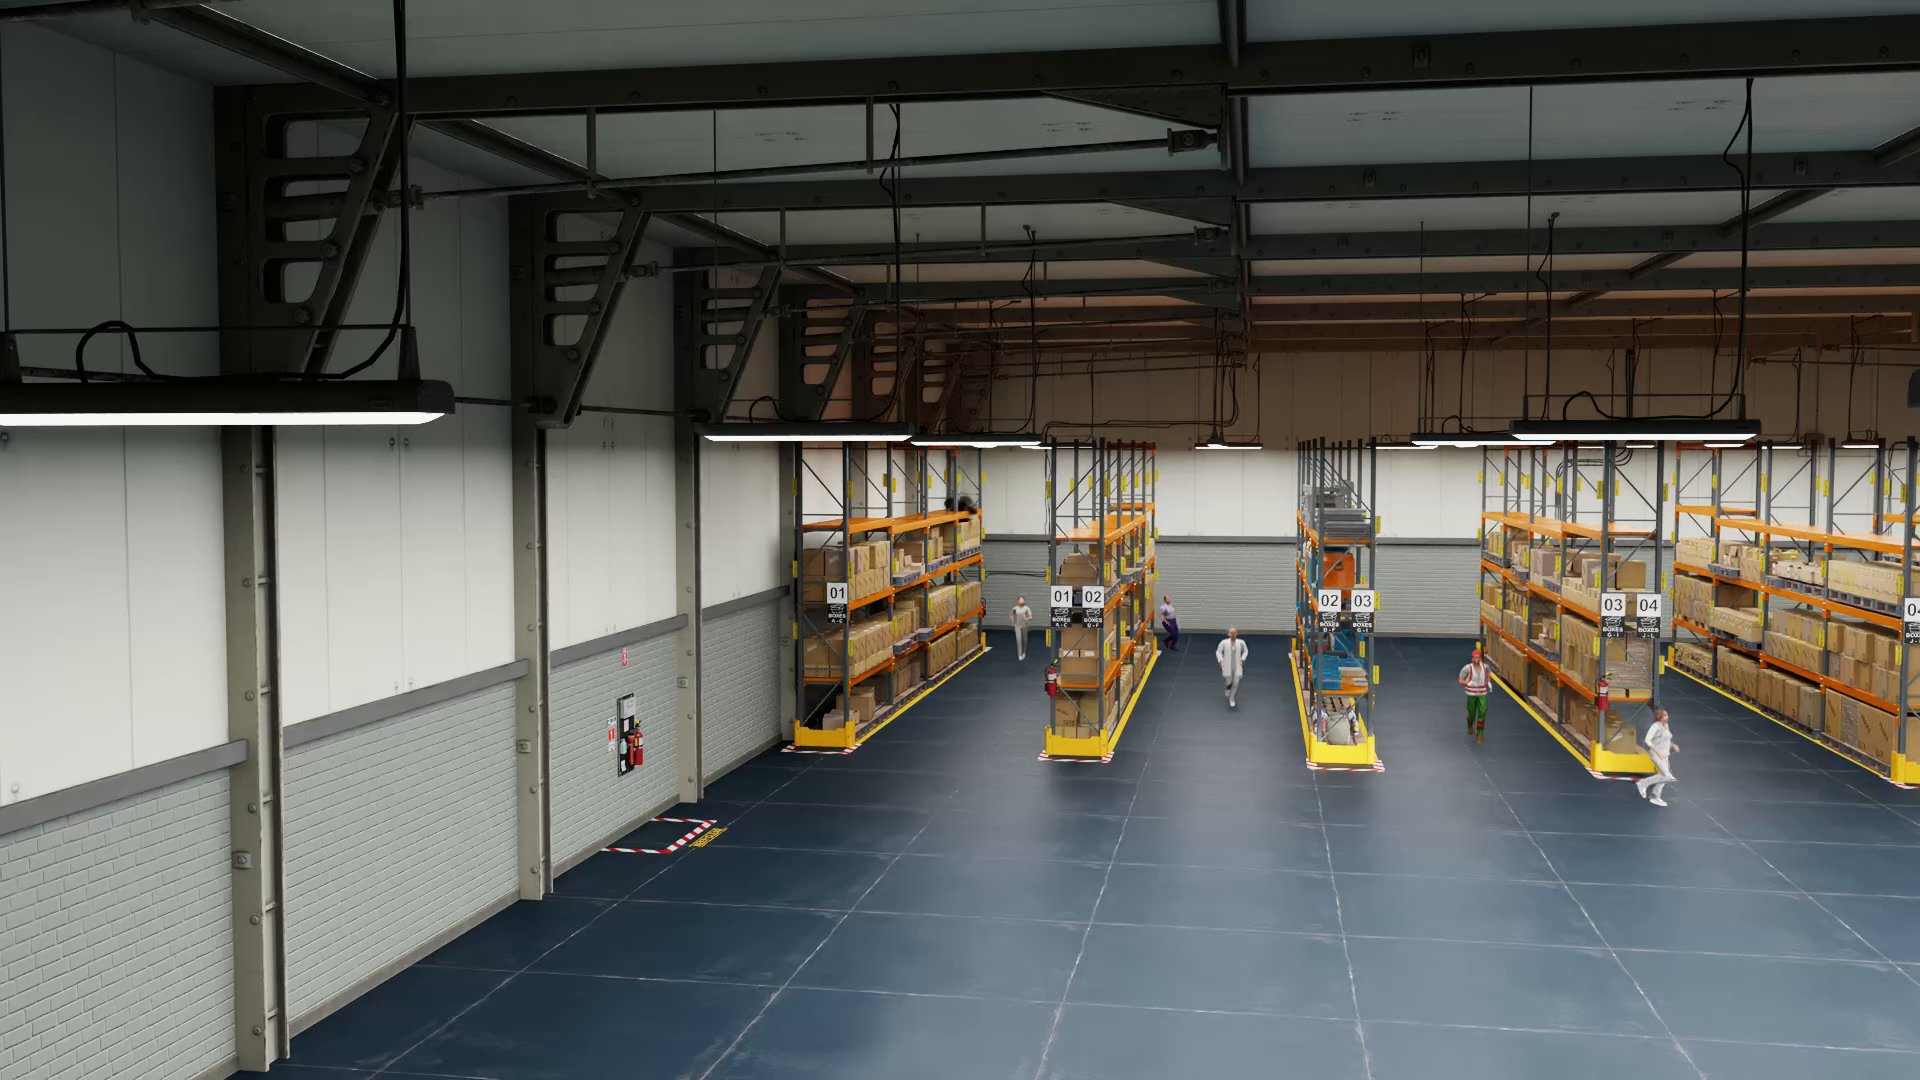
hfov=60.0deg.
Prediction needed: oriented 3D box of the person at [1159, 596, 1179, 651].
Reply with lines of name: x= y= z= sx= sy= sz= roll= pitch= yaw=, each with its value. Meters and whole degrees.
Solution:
person: x=6.038 y=2.400 z=47.791 sx=0.509 sy=1.601 sz=0.654 roll=3 pitch=4 yaw=42

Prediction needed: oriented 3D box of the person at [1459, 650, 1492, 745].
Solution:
person: x=10.209 y=3.100 z=32.946 sx=0.690 sy=1.848 sz=0.913 roll=0 pitch=3 yaw=1

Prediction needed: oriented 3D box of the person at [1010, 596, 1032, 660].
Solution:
person: x=1.599 y=2.302 z=43.674 sx=0.577 sy=1.653 sz=0.811 roll=0 pitch=3 yaw=0

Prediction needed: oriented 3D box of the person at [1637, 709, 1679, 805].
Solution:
person: x=11.366 y=3.529 z=27.037 sx=0.529 sy=1.554 sz=0.575 roll=-3 pitch=4 yaw=-45

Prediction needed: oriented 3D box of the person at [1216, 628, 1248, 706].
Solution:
person: x=6.189 y=2.876 z=37.768 sx=0.724 sy=1.752 sz=0.653 roll=0 pitch=3 yaw=3
